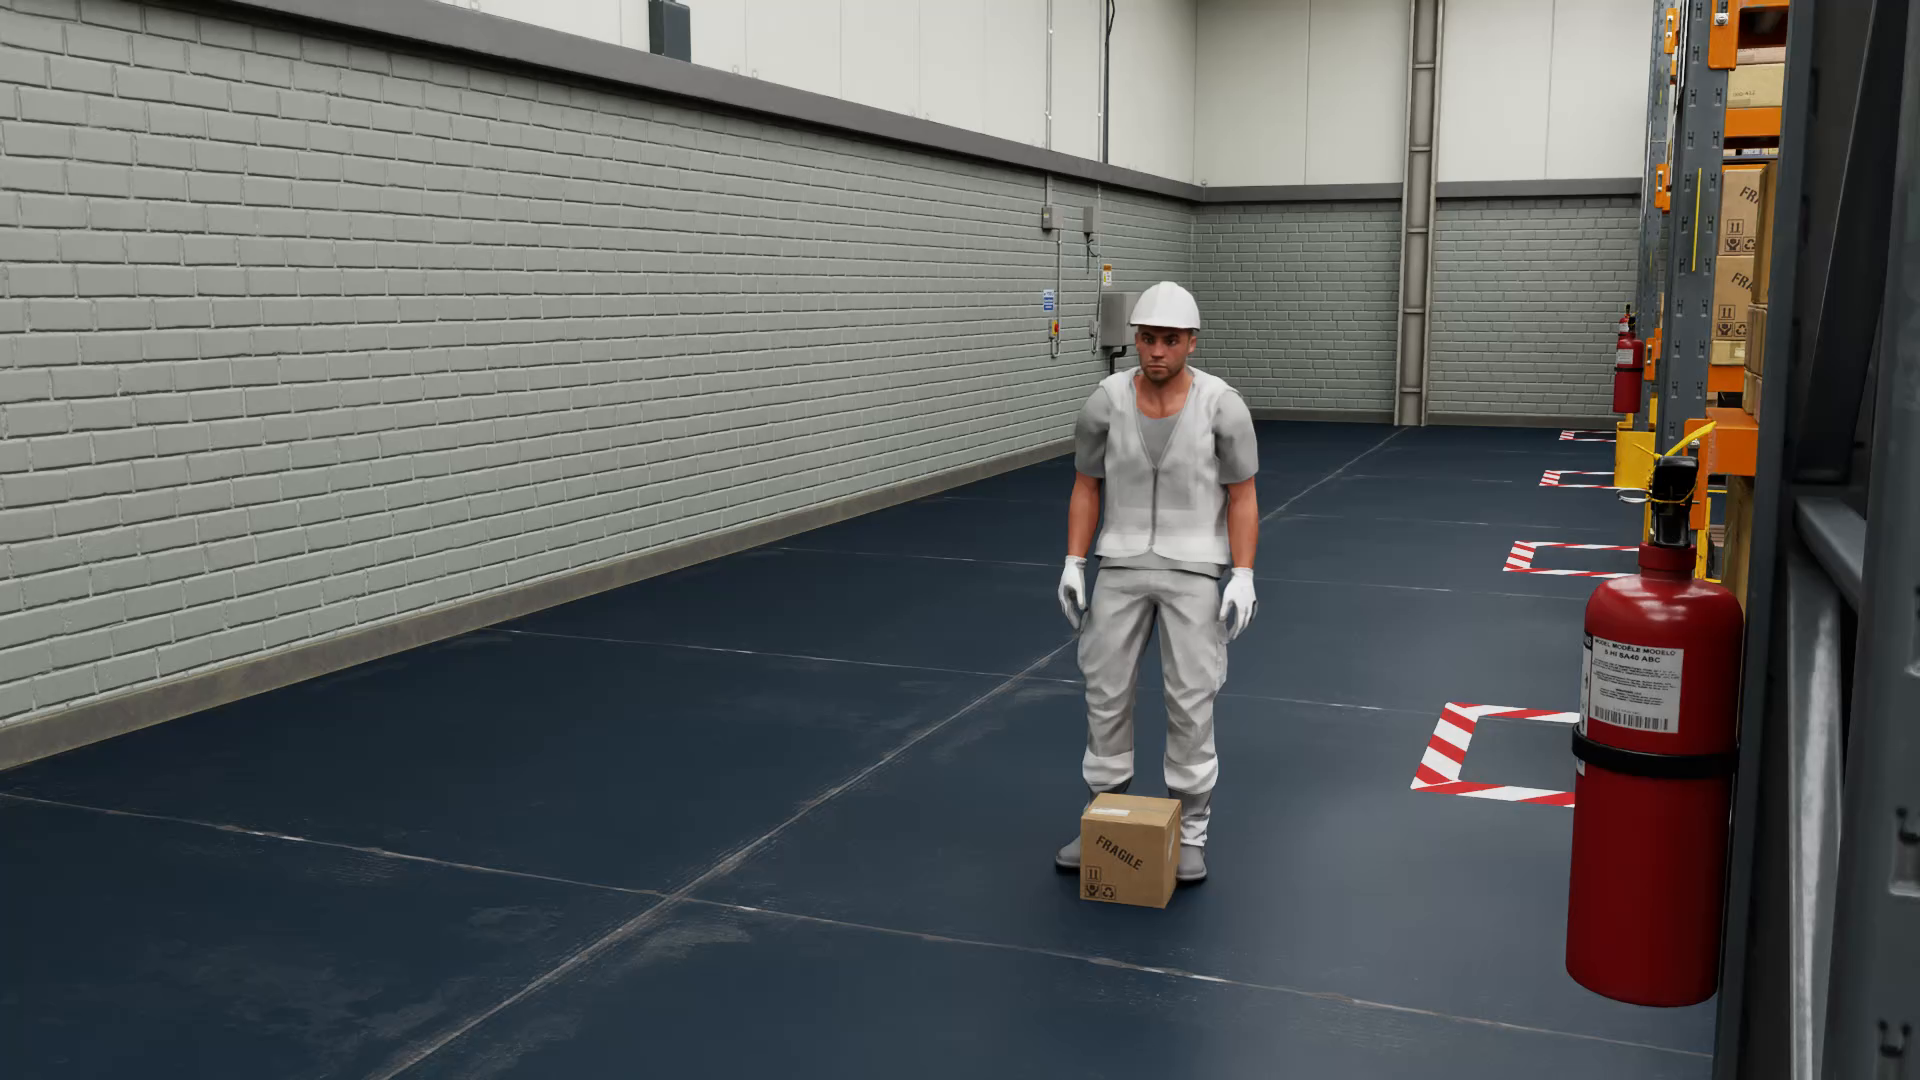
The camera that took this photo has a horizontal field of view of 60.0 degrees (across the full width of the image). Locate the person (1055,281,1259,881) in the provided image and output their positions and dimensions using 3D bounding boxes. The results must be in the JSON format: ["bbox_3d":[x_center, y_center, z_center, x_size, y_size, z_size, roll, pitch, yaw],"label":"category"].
[{"bbox_3d":[0.589,0.124,4.982,0.604,1.777,0.453,3,9,19],"label":"person"}]
